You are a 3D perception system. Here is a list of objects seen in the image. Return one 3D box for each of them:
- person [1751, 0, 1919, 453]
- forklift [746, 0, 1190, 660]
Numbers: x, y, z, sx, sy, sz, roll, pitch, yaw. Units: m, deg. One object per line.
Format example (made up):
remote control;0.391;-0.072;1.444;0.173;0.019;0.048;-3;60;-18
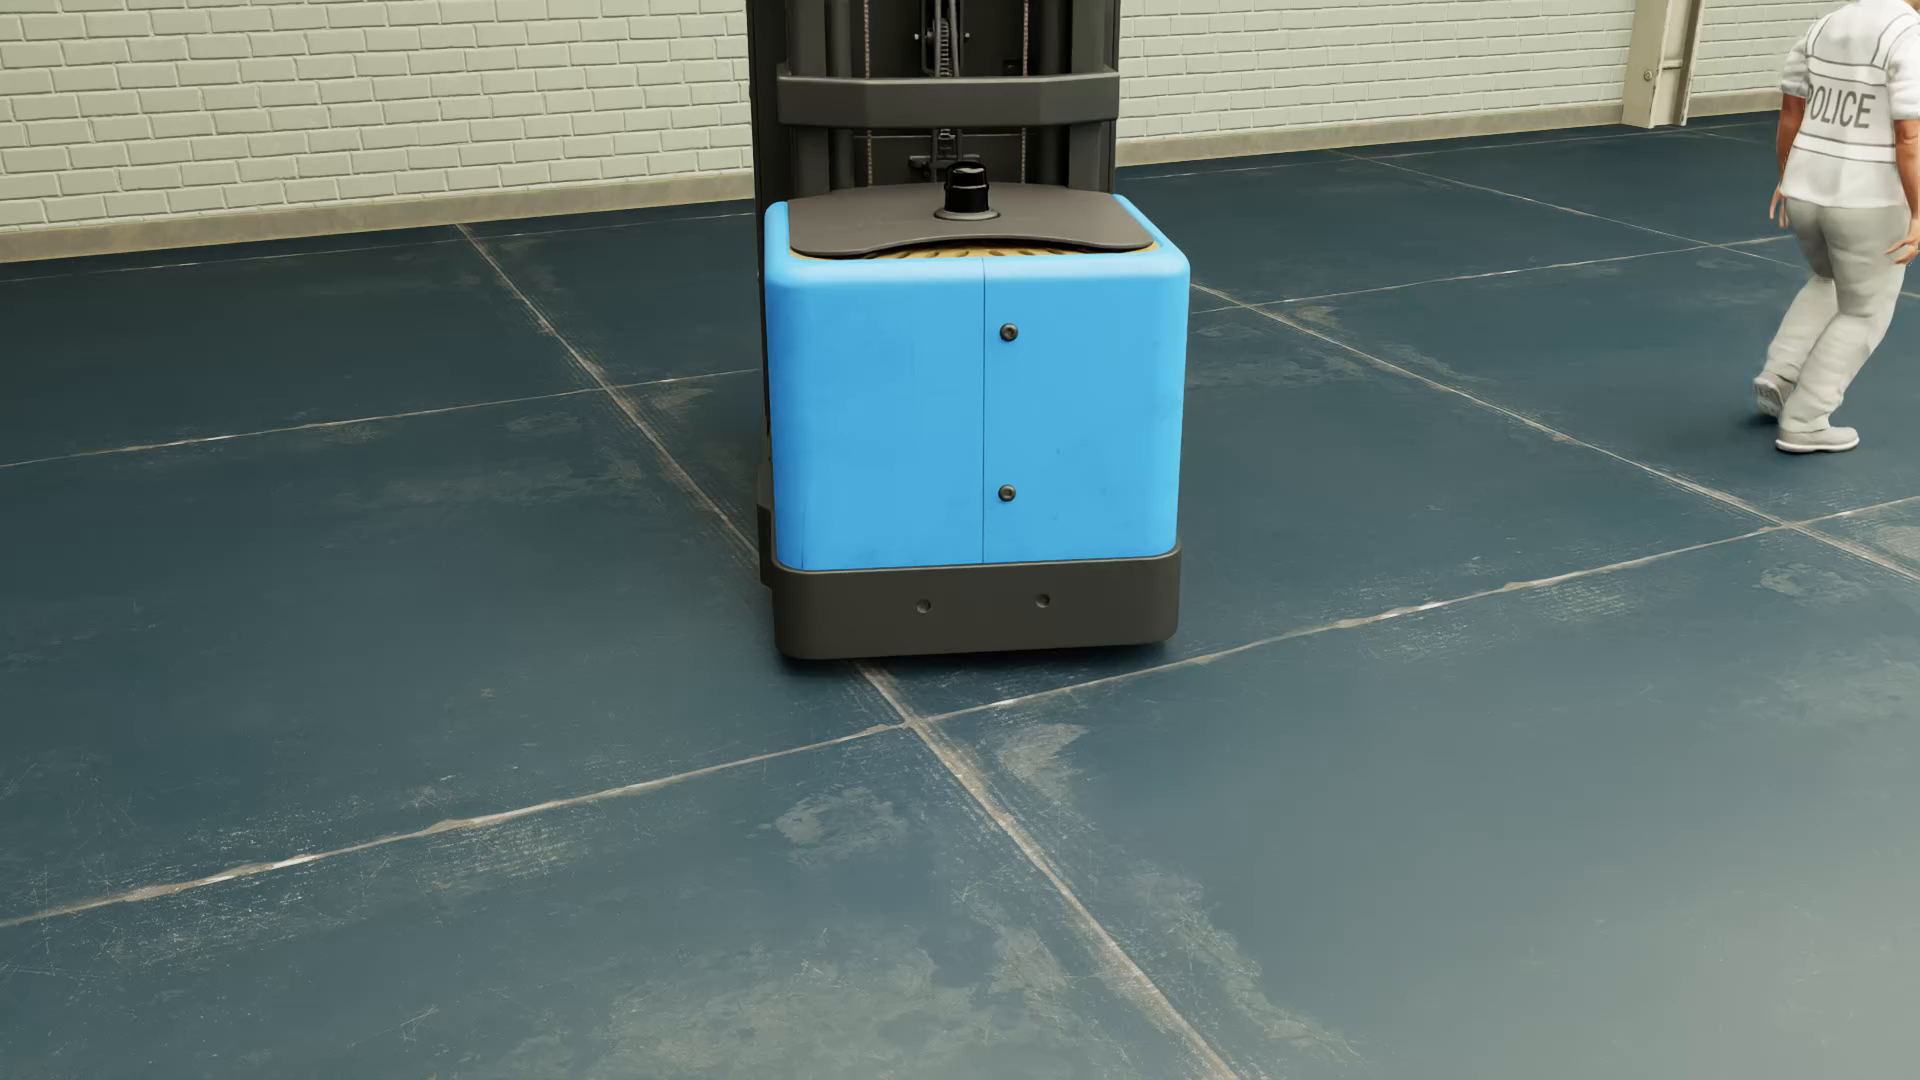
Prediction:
person;3.073;-1.152;5.668;0.496;1.771;0.650;-7;23;-16
forklift;-0.104;-1.579;5.087;1.130;2.935;3.031;-2;23;-6
